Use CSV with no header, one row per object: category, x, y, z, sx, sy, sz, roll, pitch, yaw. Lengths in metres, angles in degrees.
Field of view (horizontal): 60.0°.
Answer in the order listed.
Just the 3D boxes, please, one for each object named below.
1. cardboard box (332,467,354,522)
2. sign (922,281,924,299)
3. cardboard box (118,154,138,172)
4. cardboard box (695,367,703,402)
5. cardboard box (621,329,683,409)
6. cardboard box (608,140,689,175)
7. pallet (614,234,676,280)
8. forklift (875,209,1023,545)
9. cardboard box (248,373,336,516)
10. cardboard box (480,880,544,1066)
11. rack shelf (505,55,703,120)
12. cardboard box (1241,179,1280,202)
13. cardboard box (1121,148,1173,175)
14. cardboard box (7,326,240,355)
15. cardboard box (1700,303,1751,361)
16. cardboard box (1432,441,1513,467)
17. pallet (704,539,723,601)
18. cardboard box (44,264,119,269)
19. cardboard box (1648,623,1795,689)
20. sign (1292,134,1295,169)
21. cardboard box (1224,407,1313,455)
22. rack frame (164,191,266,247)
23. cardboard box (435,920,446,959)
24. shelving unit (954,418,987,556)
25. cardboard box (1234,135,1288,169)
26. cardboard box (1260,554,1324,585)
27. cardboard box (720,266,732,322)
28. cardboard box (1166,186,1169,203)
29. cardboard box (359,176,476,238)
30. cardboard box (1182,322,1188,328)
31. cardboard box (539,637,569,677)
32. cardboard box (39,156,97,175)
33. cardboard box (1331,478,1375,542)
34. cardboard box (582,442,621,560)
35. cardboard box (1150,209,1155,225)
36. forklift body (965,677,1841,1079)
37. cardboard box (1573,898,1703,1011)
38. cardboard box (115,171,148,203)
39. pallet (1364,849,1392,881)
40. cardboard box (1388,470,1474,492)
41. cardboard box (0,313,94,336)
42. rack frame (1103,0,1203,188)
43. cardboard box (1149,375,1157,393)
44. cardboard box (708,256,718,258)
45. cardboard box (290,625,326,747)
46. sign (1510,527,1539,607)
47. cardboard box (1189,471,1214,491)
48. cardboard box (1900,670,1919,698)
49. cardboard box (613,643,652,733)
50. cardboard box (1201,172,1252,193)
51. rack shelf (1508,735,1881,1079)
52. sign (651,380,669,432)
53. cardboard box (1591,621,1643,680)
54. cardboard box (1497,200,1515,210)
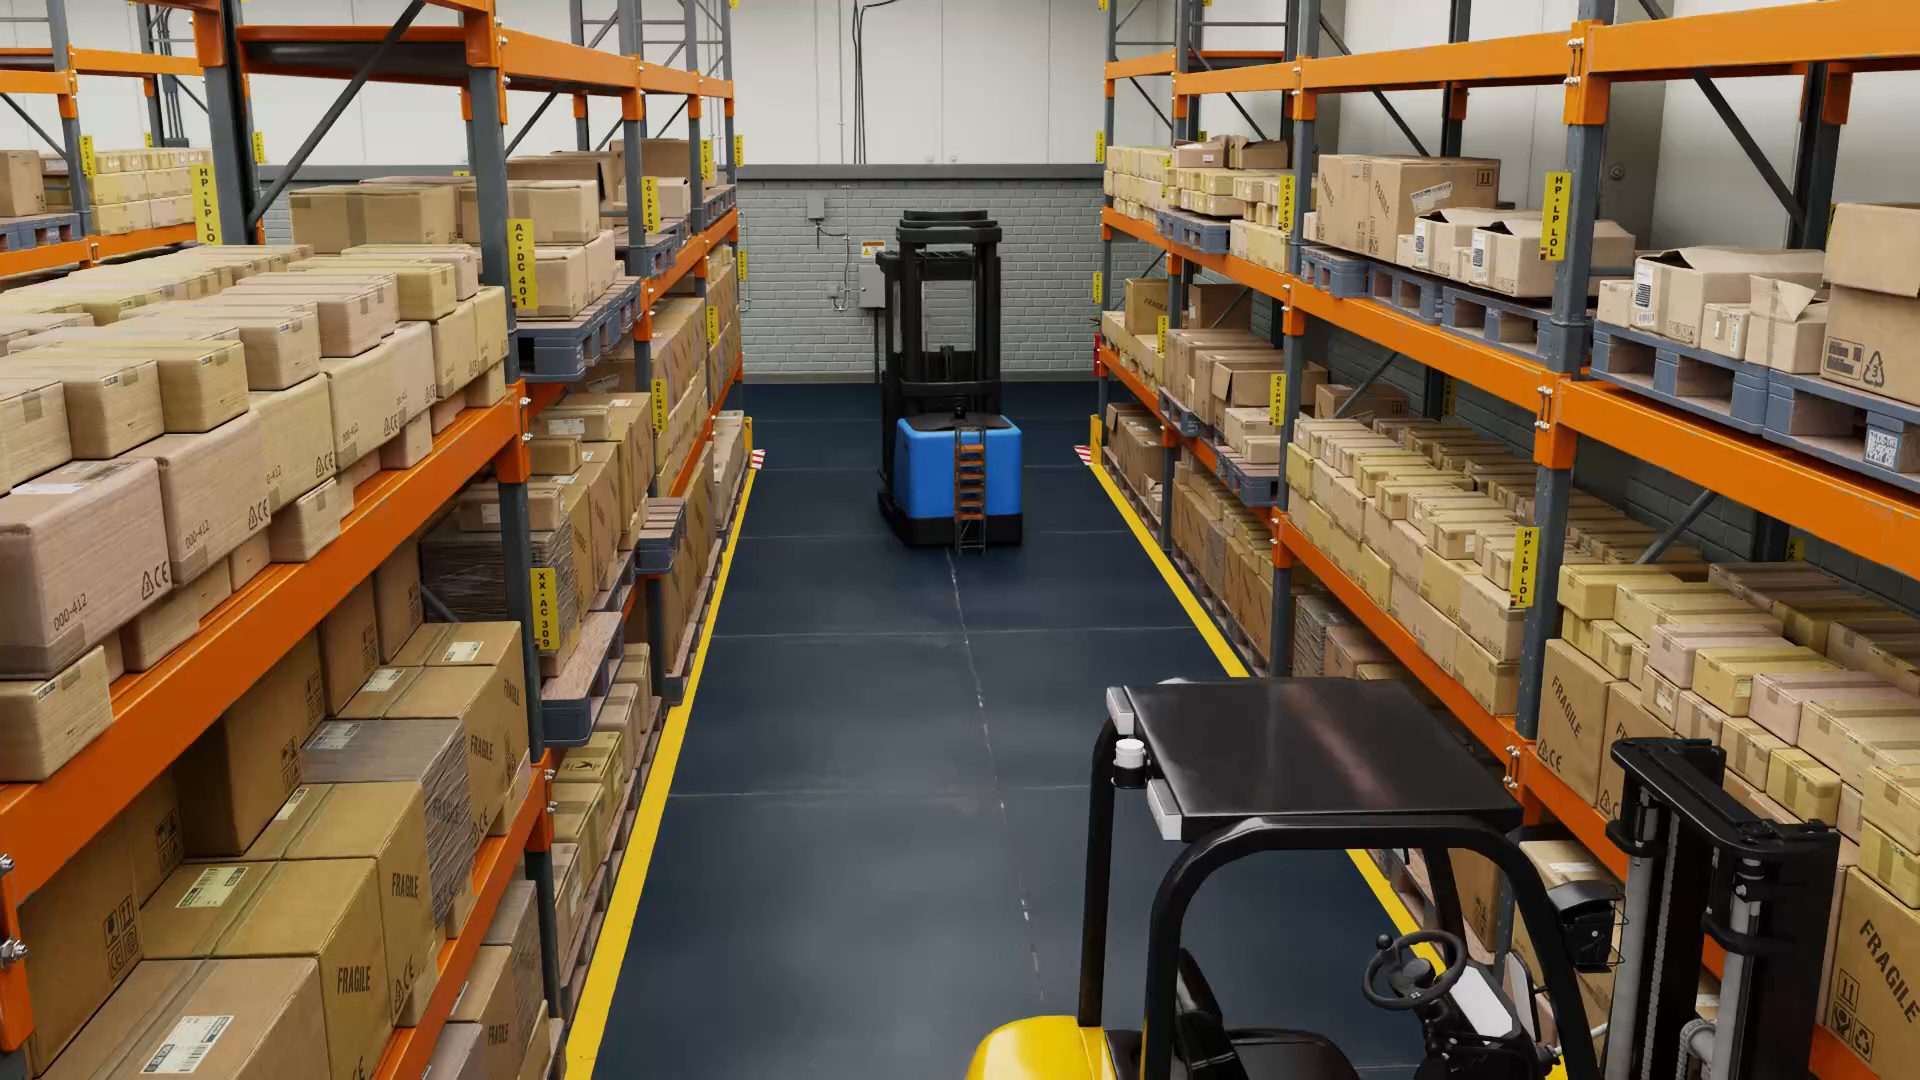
cardboard box,-1.744,-0.112,4.150,0.380,0.149,0.250,-1,14,-5
sign,-0.685,-3.698,23.793,0.329,0.494,0.001,-1,14,-3
cardboard box,-7.387,-3.277,14.443,0.380,0.149,0.250,-1,14,-5
cardboard box,-2.342,-1.231,13.313,0.500,0.250,0.500,-1,14,-2
cardboard box,-2.246,-1.208,11.718,0.500,0.500,0.500,0,14,-2
cardboard box,-2.766,-3.381,15.101,0.797,0.503,0.637,0,14,1
pallet,-2.495,-1.817,10.653,1.213,0.211,1.003,0,14,-1
forklift,-0.205,-1.699,15.972,1.130,2.935,3.031,-3,15,-10
cardboard box,-1.750,-0.214,3.747,0.500,0.250,0.500,0,14,-2
cardboard box,-1.850,1.606,6.159,0.500,0.500,0.500,-1,14,-4
rack shelf,-2.526,-3.158,11.709,1.077,0.370,4.000,-1,14,-3
cardboard box,2.173,-2.433,11.569,0.380,0.149,0.250,-1,14,-5
cardboard box,1.890,-3.765,16.542,0.500,0.250,0.500,-1,14,-4
cardboard box,-1.763,-0.365,3.534,0.380,0.149,0.250,-1,14,-4
cardboard box,2.572,-0.655,5.217,0.380,0.149,0.250,0,14,-2
cardboard box,2.942,-0.471,9.557,0.380,0.149,0.250,-1,14,-5
pallet,-2.527,0.249,13.857,1.003,0.211,1.213,-1,14,-3
cardboard box,-7.938,-2.236,15.115,0.500,0.500,0.500,-1,14,-2
cardboard box,2.568,0.390,5.615,0.380,0.149,0.250,-1,14,-2
sign,2.858,-3.273,14.101,0.100,0.325,0.005,-1,14,-3
cardboard box,2.163,-0.763,11.652,0.500,0.250,0.500,-2,15,-6
rack frame,-7.832,-2.185,17.722,1.000,3.000,0.127,-1,14,-3
cardboard box,-1.778,1.212,5.026,0.380,0.149,0.250,-1,14,-4
shelving unit,0.091,-0.465,14.651,0.258,1.200,0.189,-3,15,-10
cardboard box,2.441,-3.156,13.511,0.396,0.266,0.258,-1,14,-3
cardboard box,2.268,0.200,11.326,0.380,0.149,0.250,-2,15,-6
cardboard box,-2.541,-2.450,16.547,0.500,0.500,0.500,-1,14,-4
cardboard box,1.925,-2.872,13.832,0.380,0.149,0.250,-1,14,-3
cardboard box,-2.403,-1.523,7.586,0.500,0.250,0.500,-1,14,-3
cardboard box,2.406,-2.074,16.994,0.500,0.250,0.500,0,14,-2
cardboard box,-1.873,0.474,7.050,0.380,0.149,0.250,-1,14,-3
cardboard box,-7.361,-3.082,13.685,0.380,0.149,0.250,-1,14,-4
cardboard box,2.380,-0.175,9.207,0.500,0.250,0.500,-1,14,-5
cardboard box,-1.988,-0.194,8.345,0.500,0.500,0.500,-1,15,-6
cardboard box,1.956,-2.974,15.274,0.380,0.149,0.250,-1,14,-4
forklift body,1.109,1.583,4.782,2.313,2.155,1.214,-1,14,-3
cardboard box,2.538,1.517,6.004,0.500,0.250,0.500,-1,14,-3
cardboard box,-7.401,-3.060,14.400,0.500,0.250,0.500,-1,14,-4
pallet,2.636,1.484,9.059,1.003,0.211,1.213,-1,14,-3
cardboard box,2.480,-0.269,8.774,0.380,0.149,0.250,-1,14,-3
cardboard box,-2.196,-0.422,3.756,0.380,0.149,0.250,-1,14,-5
rack frame,2.056,-5.269,17.671,1.000,3.000,0.127,-1,14,-3
cardboard box,1.954,-1.452,15.377,0.380,0.149,0.250,-1,14,-2
cardboard box,-2.544,-2.665,16.079,0.380,0.149,0.250,0,14,-2
cardboard box,-2.330,0.387,4.923,0.700,0.500,0.500,-1,14,-5
sign,2.258,0.109,6.643,0.100,0.325,0.005,-1,14,-3
cardboard box,2.155,-0.515,14.105,0.380,0.149,0.250,-1,14,-5
cardboard box,3.168,0.507,5.159,0.380,0.149,0.250,-1,14,-4
cardboard box,-2.377,0.913,10.113,0.950,0.372,0.625,-2,15,-7
cardboard box,2.033,-2.696,12.551,0.380,0.149,0.250,-1,14,-3
rack shelf,2.923,1.466,4.976,1.077,0.370,4.000,-1,14,-3
sign,-1.861,-0.830,10.291,0.100,0.325,0.005,-1,14,-3
cardboard box,2.574,0.405,6.152,0.380,0.149,0.250,-1,14,-2
cardboard box,2.852,-1.830,9.581,0.500,0.250,0.500,-1,14,-3
